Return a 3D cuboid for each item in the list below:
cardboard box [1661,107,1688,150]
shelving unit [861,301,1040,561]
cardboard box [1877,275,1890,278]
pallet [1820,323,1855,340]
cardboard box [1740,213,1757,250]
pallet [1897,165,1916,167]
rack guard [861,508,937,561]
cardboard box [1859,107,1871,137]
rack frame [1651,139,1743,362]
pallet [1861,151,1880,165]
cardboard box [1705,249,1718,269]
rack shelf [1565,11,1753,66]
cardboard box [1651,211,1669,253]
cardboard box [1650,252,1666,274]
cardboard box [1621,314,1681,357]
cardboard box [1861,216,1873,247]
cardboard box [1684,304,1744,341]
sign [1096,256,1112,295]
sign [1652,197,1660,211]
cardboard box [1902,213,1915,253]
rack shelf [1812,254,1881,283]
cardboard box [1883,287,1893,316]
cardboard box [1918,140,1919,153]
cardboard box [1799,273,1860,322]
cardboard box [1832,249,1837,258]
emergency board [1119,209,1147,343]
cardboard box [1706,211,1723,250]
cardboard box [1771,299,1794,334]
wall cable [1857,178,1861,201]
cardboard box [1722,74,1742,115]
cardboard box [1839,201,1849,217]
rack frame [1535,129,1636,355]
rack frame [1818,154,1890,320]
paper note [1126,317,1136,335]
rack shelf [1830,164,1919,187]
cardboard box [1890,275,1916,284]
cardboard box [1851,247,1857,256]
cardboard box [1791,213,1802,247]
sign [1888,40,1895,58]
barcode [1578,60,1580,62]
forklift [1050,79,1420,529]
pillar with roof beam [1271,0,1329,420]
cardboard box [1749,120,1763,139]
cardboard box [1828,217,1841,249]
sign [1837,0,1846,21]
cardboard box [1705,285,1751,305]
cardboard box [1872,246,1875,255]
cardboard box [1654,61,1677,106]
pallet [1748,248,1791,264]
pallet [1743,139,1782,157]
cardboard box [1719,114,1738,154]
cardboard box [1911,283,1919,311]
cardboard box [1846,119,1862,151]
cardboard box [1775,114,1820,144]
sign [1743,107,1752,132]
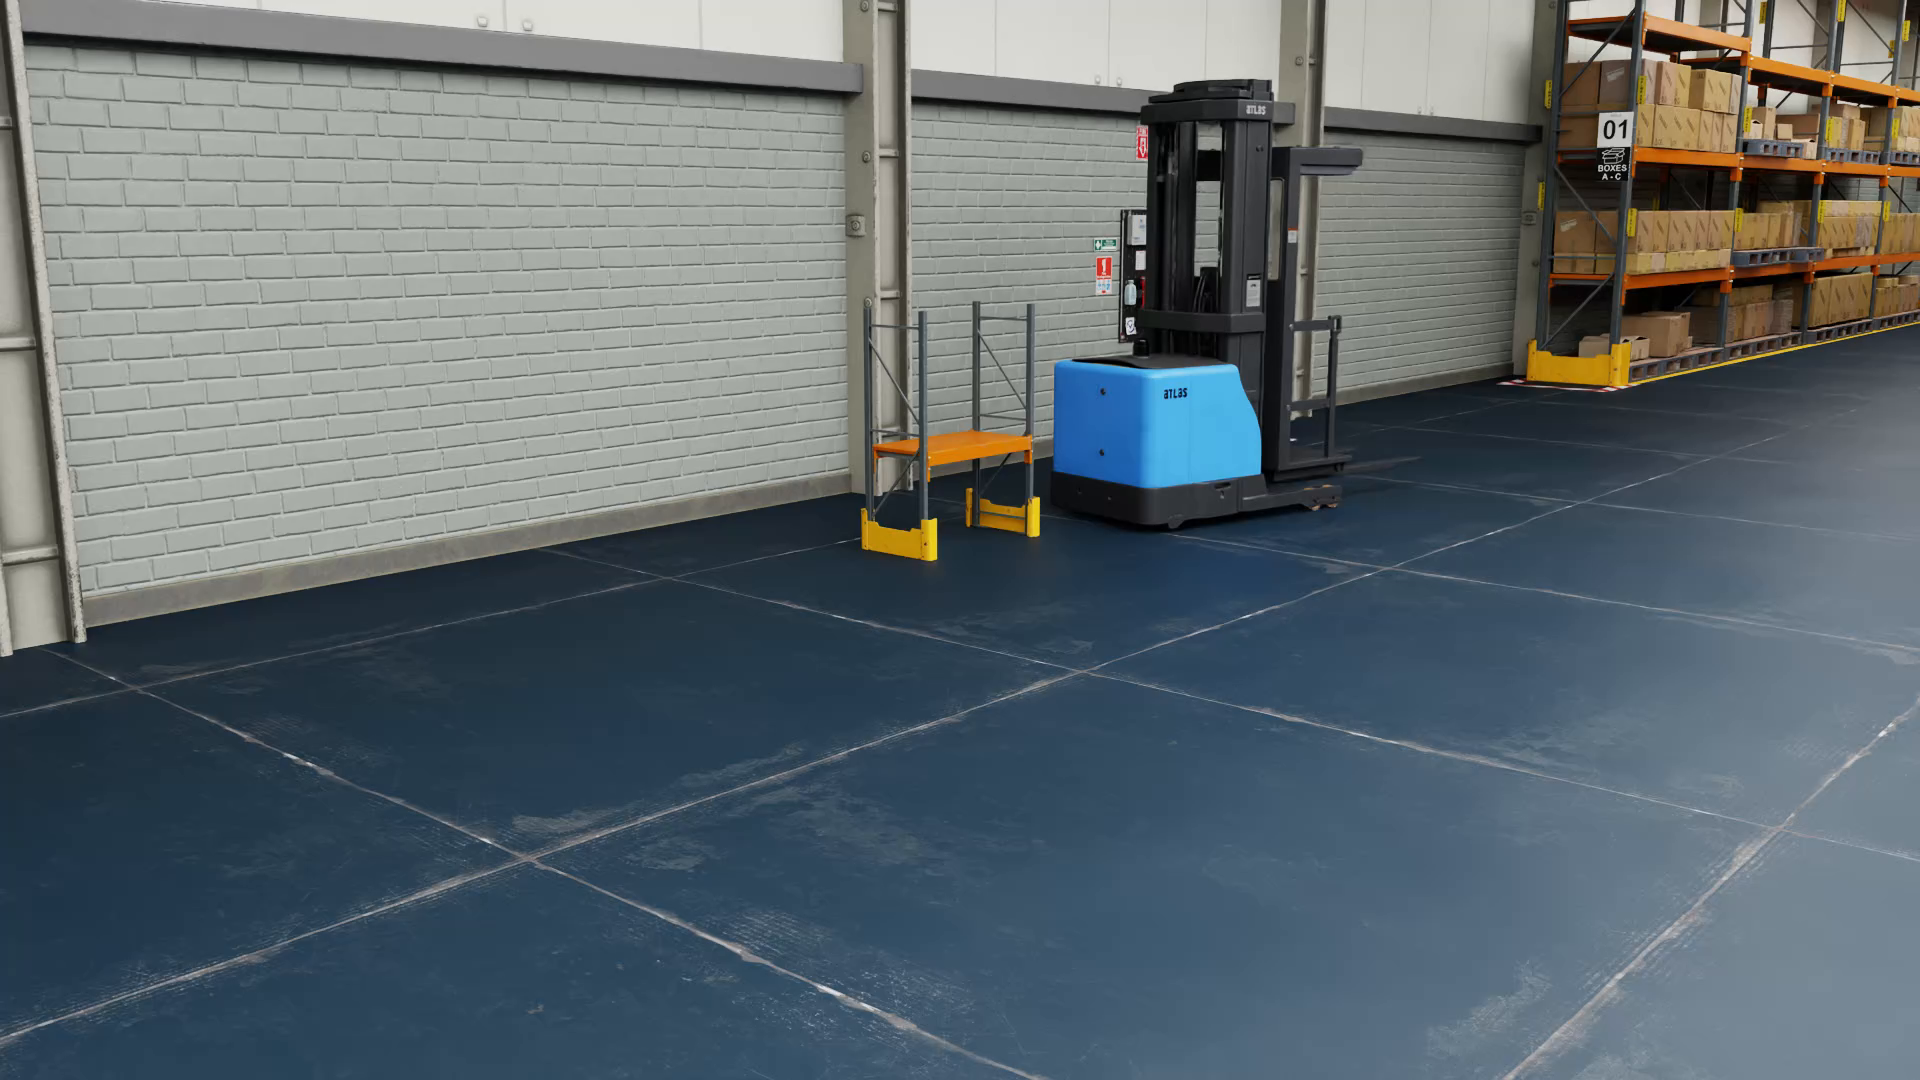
[{"bbox_3d":[8.642,-5.094,20.595,0.500,0.500,0.500,11,16,43],"label":"cardboard box"},{"bbox_3d":[-0.050,-0.724,10.508,0.587,1.500,1.083,10,15,40],"label":"shelving unit"},{"bbox_3d":[17.120,-4.866,31.068,0.380,0.149,0.250,10,15,41],"label":"cardboard box"},{"bbox_3d":[14.176,-3.491,27.651,1.003,0.211,1.213,10,15,40],"label":"pallet"},{"bbox_3d":[10.889,-4.402,23.712,0.500,0.500,0.700,-10,15,-42],"label":"cardboard box"},{"bbox_3d":[17.592,-7.068,31.006,1.003,0.211,1.213,10,15,40],"label":"pallet"},{"bbox_3d":[-0.379,-0.038,10.264,0.587,0.250,0.087,10,15,40],"label":"rack guard"},{"bbox_3d":[15.720,-7.315,29.160,0.500,0.500,0.500,10,15,40],"label":"cardboard box"},{"bbox_3d":[10.153,-3.985,23.005,1.000,3.000,0.127,10,15,40],"label":"rack frame"},{"bbox_3d":[14.866,-6.398,27.915,0.805,0.209,1.217,9,14,38],"label":"pallet"},{"bbox_3d":[9.733,-3.740,22.111,0.500,0.250,0.500,10,15,41],"label":"cardboard box"},{"bbox_3d":[8.833,-6.278,21.015,1.077,0.370,4.000,10,15,40],"label":"rack shelf"},{"bbox_3d":[8.387,-3.803,20.512,0.500,0.500,0.500,10,15,41],"label":"cardboard box"},{"bbox_3d":[8.405,-3.442,20.617,0.500,0.250,0.500,9,15,39],"label":"cardboard box"},{"bbox_3d":[8.935,-2.662,21.639,0.700,0.500,0.500,9,14,37],"label":"cardboard box"},{"bbox_3d":[14.989,-5.190,27.971,0.500,0.500,0.500,10,15,41],"label":"cardboard box"},{"bbox_3d":[10.930,-3.168,24.172,0.700,0.500,0.500,9,15,39],"label":"cardboard box"},{"bbox_3d":[1.262,-2.319,14.574,0.001,0.329,0.234,10,15,40],"label":"sign"},{"bbox_3d":[9.734,-4.624,23.248,0.100,0.325,0.005,10,15,40],"label":"sign"},{"bbox_3d":[16.763,-5.602,30.334,0.980,0.700,0.700,9,14,38],"label":"cardboard box"},{"bbox_3d":[14.114,-4.515,27.495,1.077,0.370,4.000,10,15,40],"label":"rack shelf"},{"bbox_3d":[16.339,-4.312,29.954,0.700,0.500,0.500,10,15,40],"label":"cardboard box"},{"bbox_3d":[17.108,-7.107,30.032,0.500,0.250,0.500,9,15,39],"label":"cardboard box"},{"bbox_3d":[14.518,-4.070,27.847,0.750,0.750,0.750,10,15,42],"label":"cardboard box"},{"bbox_3d":[14.013,-4.672,27.032,0.380,0.149,0.250,10,15,41],"label":"cardboard box"},{"bbox_3d":[1.704,-2.370,14.918,0.194,1.169,0.643,10,15,40],"label":"emergency board"},{"bbox_3d":[9.748,-4.105,22.024,0.500,0.500,0.500,10,15,40],"label":"cardboard box"},{"bbox_3d":[12.357,-3.451,25.589,0.700,0.500,0.500,10,15,41],"label":"cardboard box"},{"bbox_3d":[18.209,-6.559,33.300,0.084,1.984,1.851,10,15,40],"label":"wall cable"},{"bbox_3d":[10.026,-5.896,22.057,0.500,0.500,0.500,8,14,36],"label":"cardboard box"},{"bbox_3d":[13.968,-5.333,26.772,0.500,0.250,0.500,10,15,41],"label":"cardboard box"},{"bbox_3d":[7.513,-3.397,20.058,1.000,3.000,0.127,10,15,40],"label":"rack frame"},{"bbox_3d":[15.434,-5.162,28.898,1.000,3.000,0.127,10,15,40],"label":"rack frame"},{"bbox_3d":[1.536,-1.921,14.919,0.016,0.148,0.142,10,15,40],"label":"paper note"},{"bbox_3d":[16.754,-6.574,30.148,1.077,0.370,4.000,10,15,40],"label":"rack shelf"},{"bbox_3d":[17.571,-4.853,31.003,0.380,0.149,0.250,10,15,42],"label":"cardboard box"},{"bbox_3d":[14.728,-4.816,27.755,0.380,0.149,0.250,10,15,40],"label":"cardboard box"},{"bbox_3d":[12.491,-4.768,25.546,0.700,0.500,0.500,8,14,34],"label":"cardboard box"},{"bbox_3d":[17.662,-9.301,31.513,0.100,0.325,0.005,10,15,40],"label":"sign"},{"bbox_3d":[7.606,-5.870,20.445,0.001,0.075,0.075,10,15,40],"label":"barcode"},{"bbox_3d":[2.110,-1.717,11.827,3.031,2.935,1.130,-8,14,-36],"label":"forklift"},{"bbox_3d":[6.598,-5.114,13.340,9.100,9.000,0.400,10,15,40],"label":"pillar with roof beam"},{"bbox_3d":[10.981,-5.779,23.483,0.500,0.311,0.500,10,15,42],"label":"cardboard box"},{"bbox_3d":[13.659,-4.892,26.482,0.500,0.500,0.500,10,15,42],"label":"cardboard box"},{"bbox_3d":[13.207,-7.944,24.920,0.100,0.325,0.005,10,15,40],"label":"sign"},{"bbox_3d":[11.255,-3.595,24.398,0.500,0.250,0.500,9,15,39],"label":"cardboard box"},{"bbox_3d":[15.423,-4.962,28.488,0.380,0.149,0.250,10,15,41],"label":"cardboard box"},{"bbox_3d":[8.318,-5.509,20.118,0.500,0.500,0.500,10,15,40],"label":"cardboard box"},{"bbox_3d":[11.518,-4.183,24.485,1.003,0.211,1.213,10,15,40],"label":"pallet"},{"bbox_3d":[10.641,-5.441,23.115,1.213,0.211,1.003,10,15,40],"label":"pallet"},{"bbox_3d":[10.004,-5.408,22.165,0.500,0.500,0.500,10,15,42],"label":"cardboard box"},{"bbox_3d":[17.687,-4.615,31.467,0.700,0.500,0.500,10,15,40],"label":"cardboard box"},{"bbox_3d":[14.452,-6.692,27.522,0.700,0.500,0.500,9,15,39],"label":"cardboard box"},{"bbox_3d":[13.064,-6.387,25.992,0.700,0.500,0.500,8,14,36],"label":"cardboard box"},{"bbox_3d":[10.566,-5.640,22.315,0.100,0.325,0.005,10,15,40],"label":"sign"}]
